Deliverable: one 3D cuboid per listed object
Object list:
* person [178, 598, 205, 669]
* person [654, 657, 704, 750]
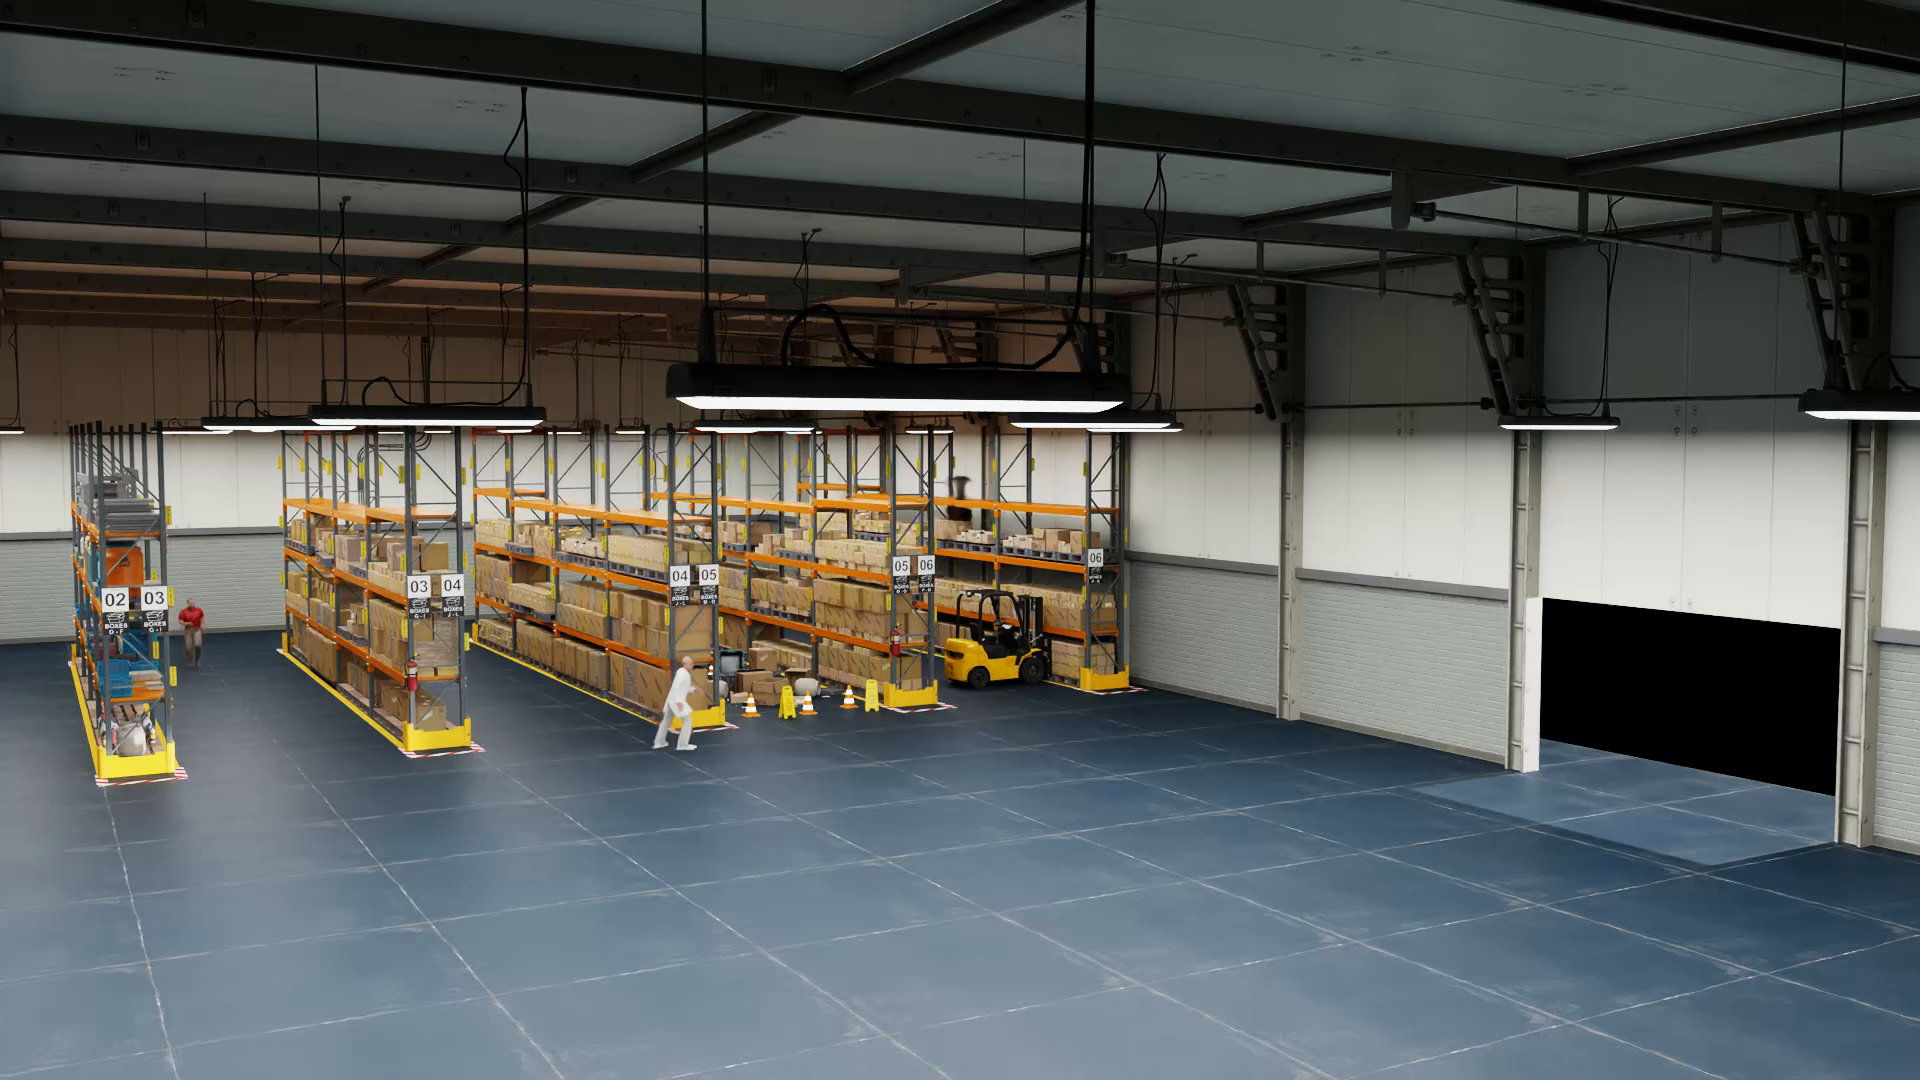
[{"bbox_3d":[-19.032,2.329,41.213,0.613,1.769,0.832,-2,4,-28],"label":"person"},{"bbox_3d":[-5.135,2.988,30.506,0.925,1.716,0.706,-2,4,-25],"label":"person"}]
